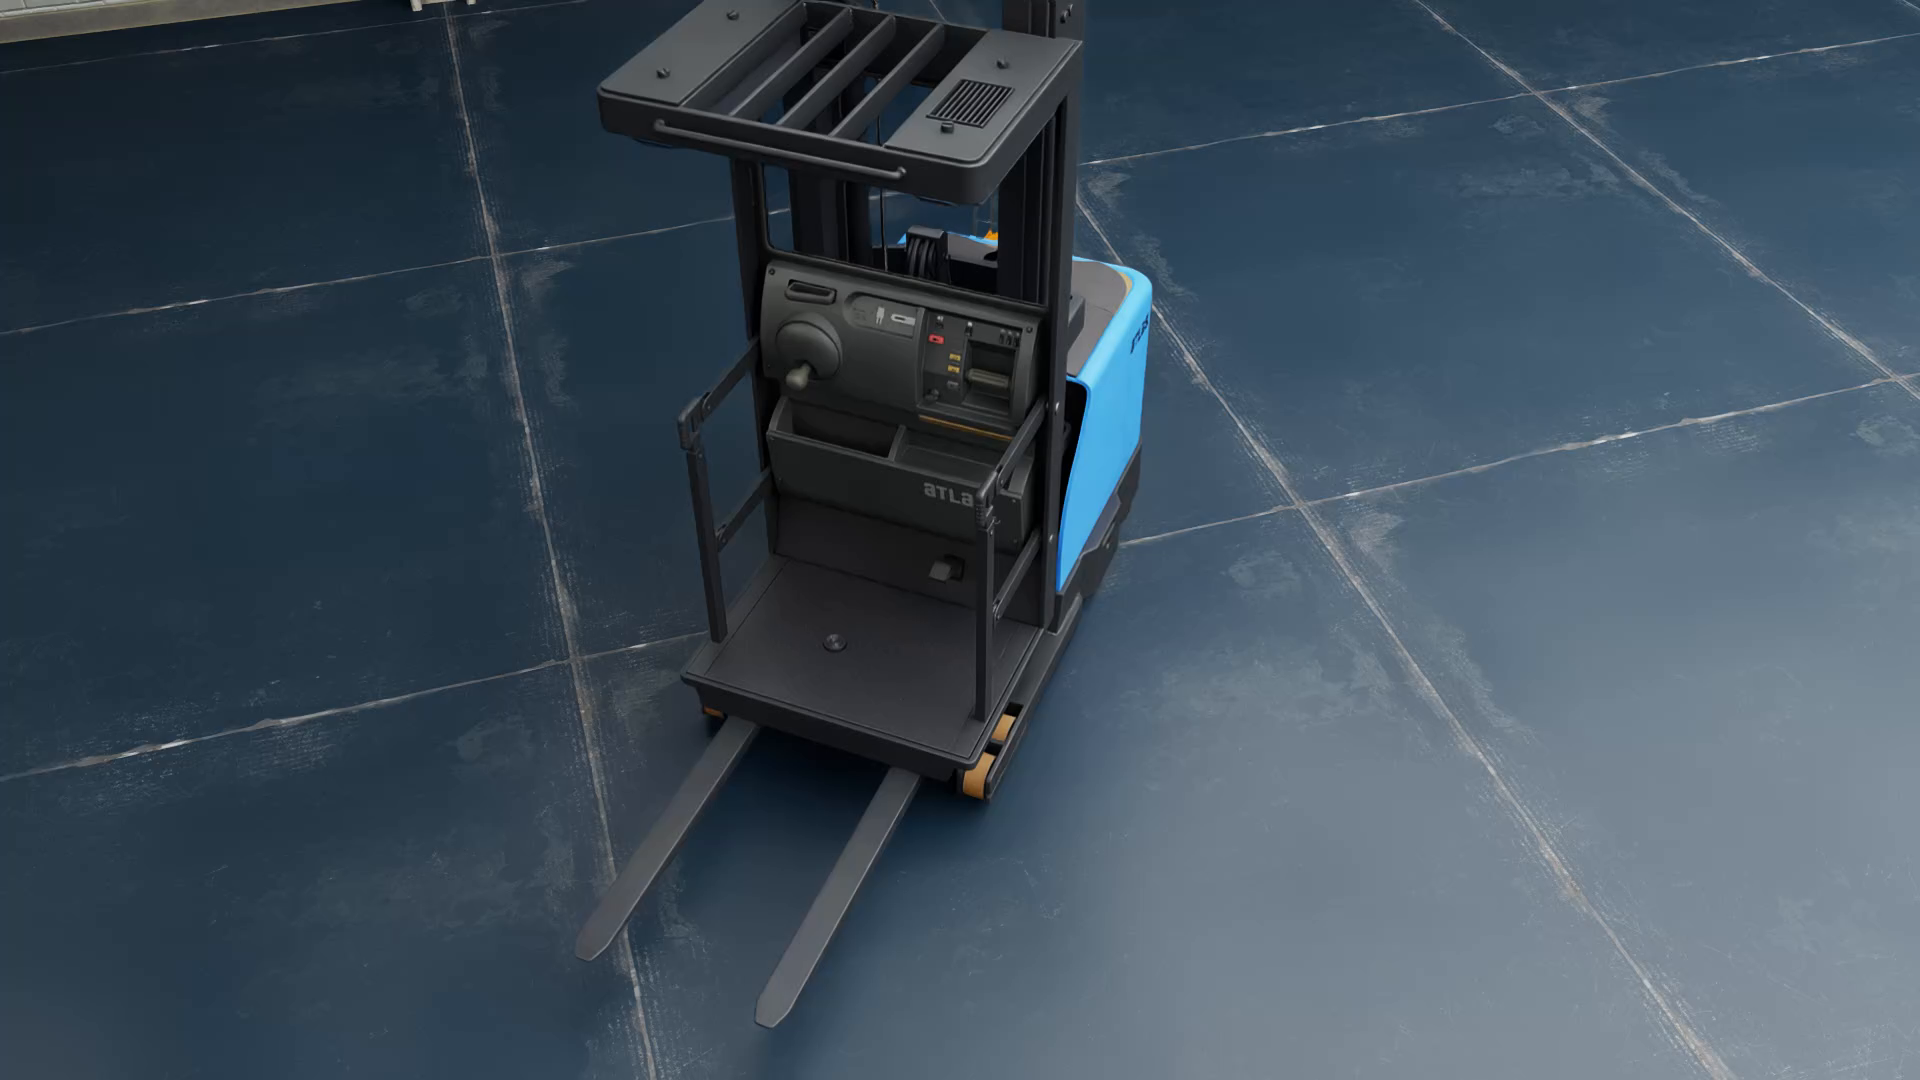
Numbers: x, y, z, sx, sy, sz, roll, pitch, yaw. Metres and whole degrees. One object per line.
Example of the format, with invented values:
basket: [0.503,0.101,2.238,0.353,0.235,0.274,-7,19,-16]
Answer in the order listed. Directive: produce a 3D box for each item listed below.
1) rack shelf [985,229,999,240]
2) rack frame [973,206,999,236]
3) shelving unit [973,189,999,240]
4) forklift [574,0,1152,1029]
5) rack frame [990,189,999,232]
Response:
rack shelf: [0.198,-1.135,6.658,0.258,0.103,0.180,15,43,16]
rack frame: [0.164,-0.842,6.801,0.240,1.200,0.006,15,43,16]
shelving unit: [0.198,-0.897,6.865,0.258,1.200,0.189,15,43,16]
forklift: [-0.282,-0.531,5.130,1.130,2.935,3.031,15,43,16]
rack frame: [0.232,-0.953,6.929,0.240,1.200,0.006,15,43,16]
